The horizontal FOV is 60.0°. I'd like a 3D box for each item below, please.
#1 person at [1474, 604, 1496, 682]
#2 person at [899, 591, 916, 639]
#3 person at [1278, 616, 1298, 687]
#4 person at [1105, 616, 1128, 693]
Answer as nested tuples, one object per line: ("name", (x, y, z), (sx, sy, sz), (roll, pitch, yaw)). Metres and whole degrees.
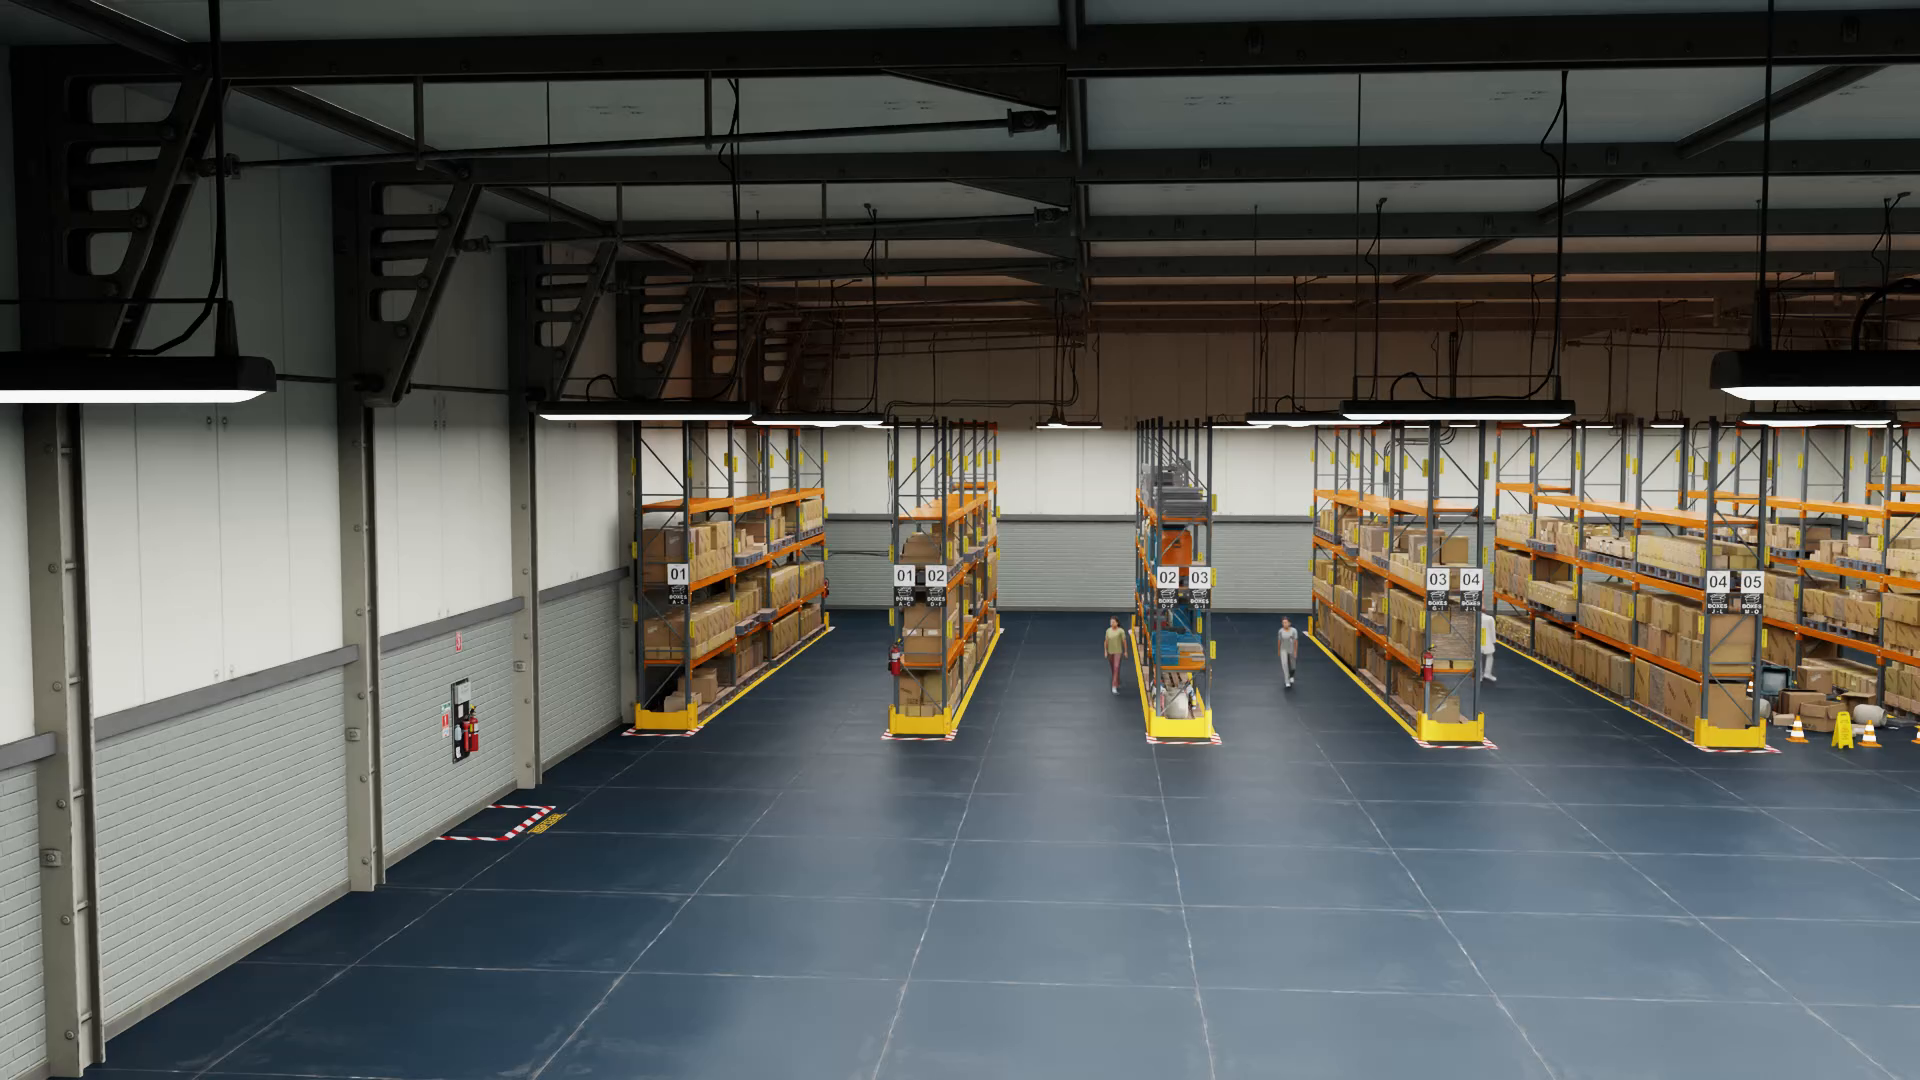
("person", (11.946, 2.357, 38.032), (0.619, 1.776, 0.608), (1, 4, 10))
("person", (-1.395, 1.837, 45.986), (0.636, 1.704, 1.115), (0, 4, 0))
("person", (7.374, 2.499, 37.402), (0.440, 1.557, 0.975), (1, 4, 10))
("person", (3.382, 2.494, 36.543), (0.504, 1.637, 0.873), (2, 4, 32))
